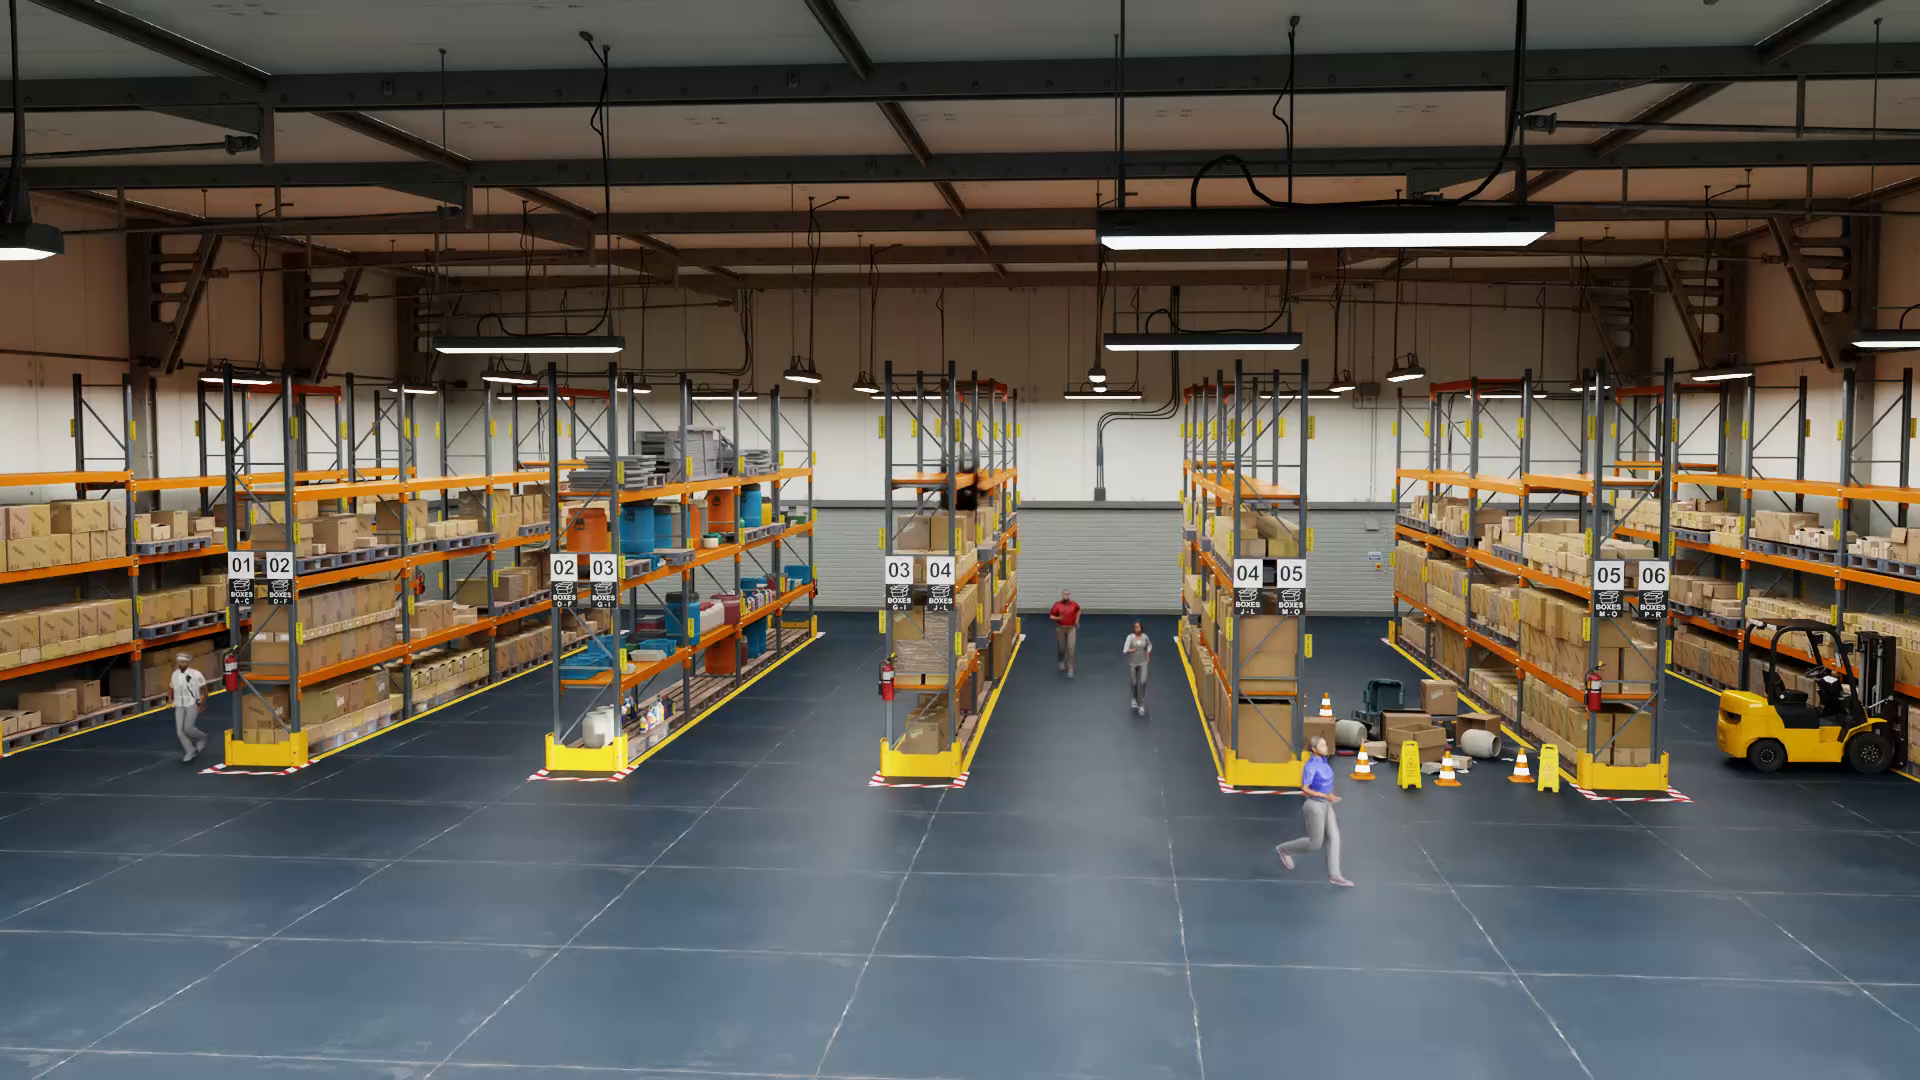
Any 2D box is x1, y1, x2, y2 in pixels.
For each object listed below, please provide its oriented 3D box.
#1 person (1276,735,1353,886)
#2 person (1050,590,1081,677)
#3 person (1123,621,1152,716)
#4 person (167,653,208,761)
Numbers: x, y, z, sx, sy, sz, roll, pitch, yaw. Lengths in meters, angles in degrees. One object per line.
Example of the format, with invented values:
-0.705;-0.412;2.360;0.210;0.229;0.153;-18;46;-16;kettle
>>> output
3.942;2.973;18.362;0.887;1.619;0.581;3;5;36;person
2.163;1.884;34.055;0.659;1.737;0.966;0;4;-1;person
3.153;2.247;29.498;0.525;1.629;0.733;0;4;2;person
-11.777;2.529;25.334;0.586;1.659;0.585;0;4;5;person
